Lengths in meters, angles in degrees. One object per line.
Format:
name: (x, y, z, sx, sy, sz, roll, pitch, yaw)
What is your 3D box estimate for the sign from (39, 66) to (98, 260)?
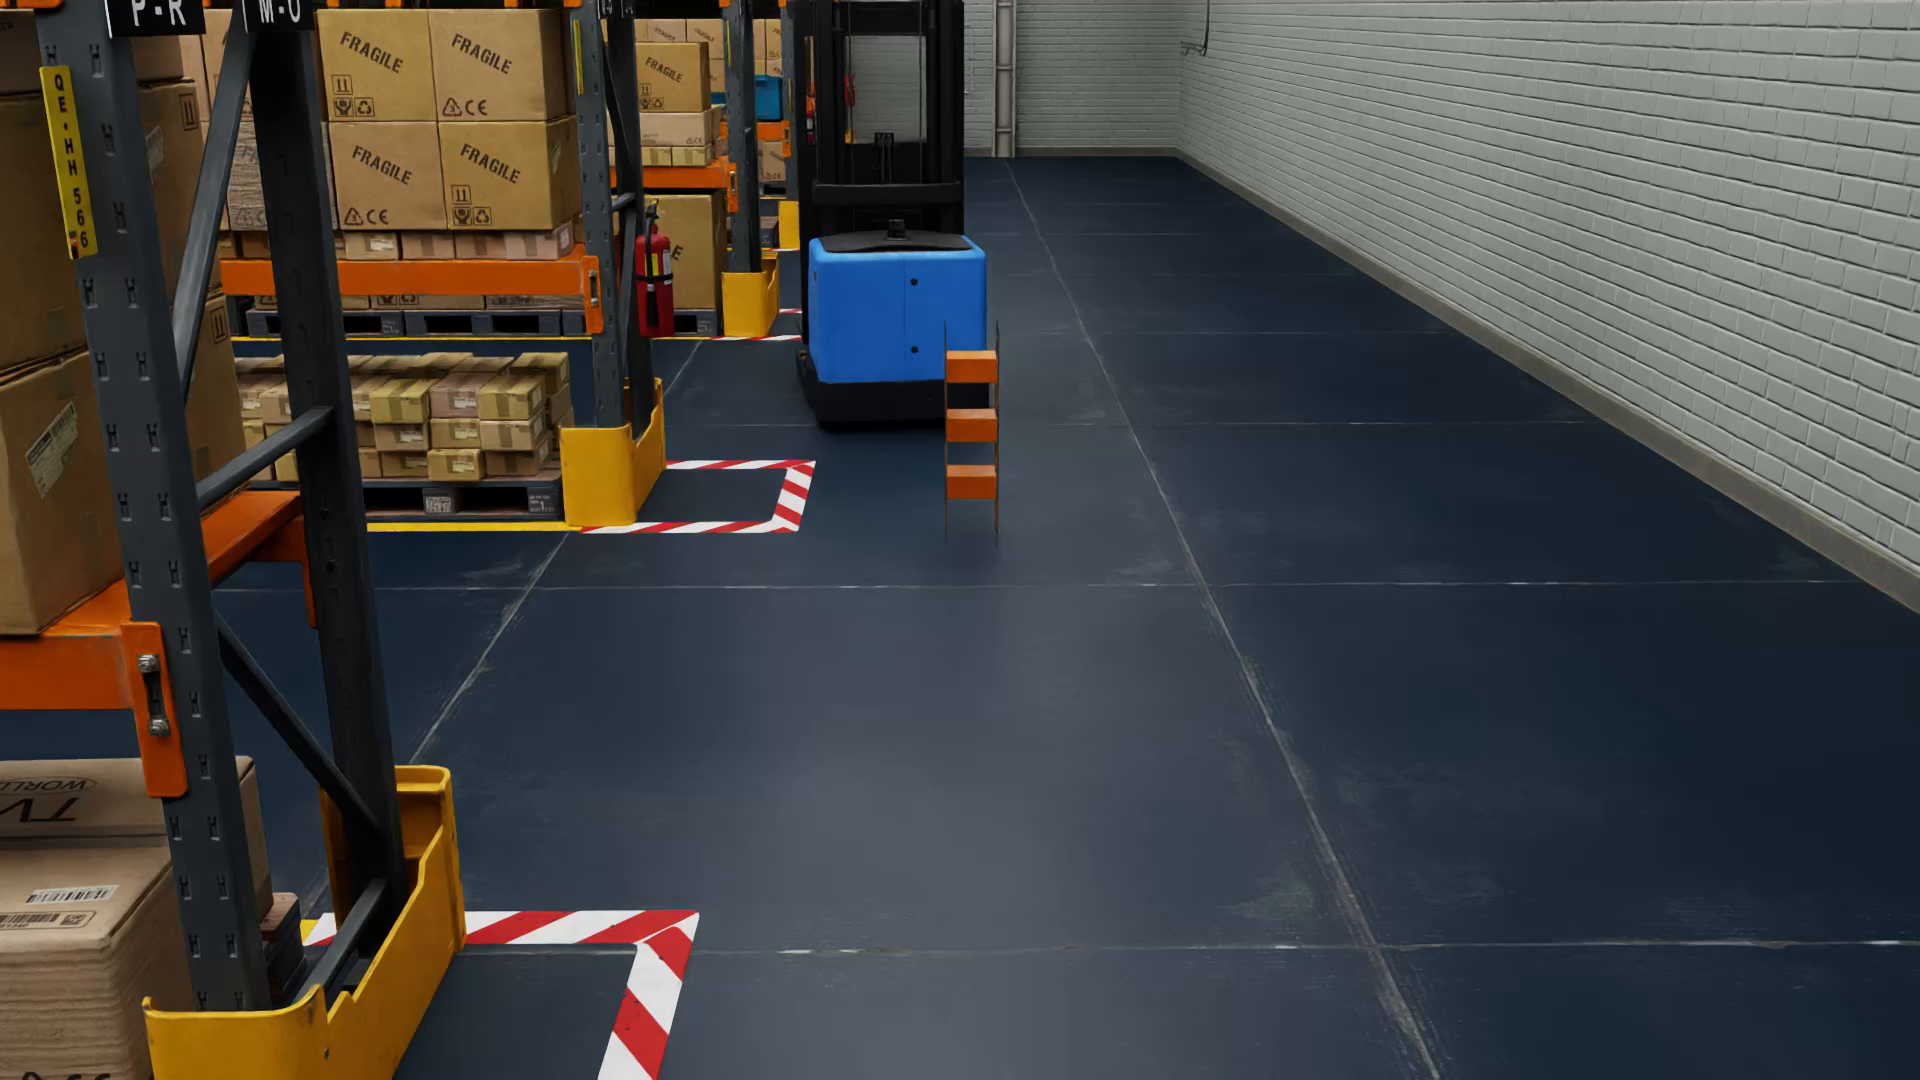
sign: (-1.557, -0.660, 2.911, 0.005, 0.325, 0.100, 0, 18, -1)

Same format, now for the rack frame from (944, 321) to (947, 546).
rack frame: (-0.068, -0.500, 7.886, 0.008, 1.050, 0.200, 0, 18, -1)

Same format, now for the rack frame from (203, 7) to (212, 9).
rack frame: (-9.860, -6.175, 22.387, 0.127, 3.000, 1.000, 0, 18, -1)

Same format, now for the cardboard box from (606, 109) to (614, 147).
cardboard box: (-2.696, -3.173, 12.787, 0.500, 0.250, 0.500, -1, 18, -2)

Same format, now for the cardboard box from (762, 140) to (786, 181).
cardboard box: (-2.400, -5.155, 22.580, 0.500, 0.500, 0.500, 0, 18, -1)

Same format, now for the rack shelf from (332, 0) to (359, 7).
rack shelf: (-7.942, -8.784, 26.786, 4.000, 0.370, 1.077, 0, 18, -1)

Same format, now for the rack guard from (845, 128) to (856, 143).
rack guard: (-1.919, -6.537, 27.606, 0.348, 0.500, 1.175, 0, 18, -1)

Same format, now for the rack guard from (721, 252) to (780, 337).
rack guard: (-1.684, -1.998, 13.458, 0.348, 0.500, 1.175, 0, 18, -1)

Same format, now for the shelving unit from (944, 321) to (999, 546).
shelving unit: (0.053, -0.500, 7.888, 0.252, 1.050, 0.215, 0, 18, -1)

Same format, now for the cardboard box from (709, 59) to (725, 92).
cardboard box: (-3.322, -6.172, 22.213, 0.500, 0.500, 0.500, 0, 18, 0)

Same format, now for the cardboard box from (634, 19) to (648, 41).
cardboard box: (-4.355, -6.640, 22.034, 0.500, 0.500, 0.500, -1, 18, -2)

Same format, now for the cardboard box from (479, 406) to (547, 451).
cardboard box: (-2.254, -0.567, 8.398, 0.250, 0.149, 0.380, -1, 18, -2)

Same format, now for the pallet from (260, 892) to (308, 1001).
pallet: (-2.350, 1.194, 3.980, 1.213, 0.211, 1.003, 0, 18, -1)

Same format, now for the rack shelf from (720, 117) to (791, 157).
rack shelf: (-3.786, -4.349, 17.871, 4.000, 0.370, 1.077, 0, 18, -1)

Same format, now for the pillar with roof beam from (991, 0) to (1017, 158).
pillar with roof beam: (0.811, -9.546, 23.073, 0.400, 9.000, 9.100, 0, 18, -1)

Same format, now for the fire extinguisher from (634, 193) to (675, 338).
fire extinguisher: (-1.472, -1.319, 7.985, 0.183, 0.674, 0.296, 0, 18, -1)

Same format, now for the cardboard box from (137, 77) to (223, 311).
cardboard box: (-2.036, -0.770, 3.737, 0.500, 0.500, 0.500, -1, 18, -2)

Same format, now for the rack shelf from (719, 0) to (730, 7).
rack shelf: (-3.708, -4.264, 12.698, 4.000, 0.370, 1.077, 0, 18, -1)

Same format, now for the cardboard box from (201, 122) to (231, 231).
cardboard box: (-3.697, -1.776, 8.022, 0.500, 0.500, 0.500, 1, 18, 2)

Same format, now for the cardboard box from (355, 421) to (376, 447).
cardboard box: (-3.044, -0.594, 8.483, 0.250, 0.149, 0.380, 0, 18, -2)

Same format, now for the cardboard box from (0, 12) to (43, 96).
cardboard box: (-1.907, -0.931, 3.178, 0.250, 0.149, 0.380, 0, 18, 0)

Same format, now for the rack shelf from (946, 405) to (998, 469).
rack shelf: (0.054, -0.490, 7.891, 0.240, 0.259, 0.215, 0, 18, -1)

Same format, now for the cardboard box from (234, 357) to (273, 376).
cardboard box: (-3.825, -0.857, 8.815, 0.250, 0.149, 0.380, 0, 18, -1)

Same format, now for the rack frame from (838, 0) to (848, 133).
rack frame: (-1.943, -7.727, 27.224, 0.127, 3.000, 1.000, 0, 18, -1)

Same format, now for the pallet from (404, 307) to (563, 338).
pallet: (-3.723, -1.828, 13.400, 1.213, 0.211, 1.003, 0, 18, -1)

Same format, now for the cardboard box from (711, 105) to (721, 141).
cardboard box: (-2.192, -3.339, 13.303, 0.500, 0.250, 0.500, -1, 18, -2)

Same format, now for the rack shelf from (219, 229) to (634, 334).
rack shelf: (-3.731, -1.321, 8.432, 4.000, 0.370, 1.077, 0, 18, -1)

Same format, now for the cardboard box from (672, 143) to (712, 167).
cardboard box: (-2.059, -2.966, 12.796, 0.250, 0.149, 0.380, 0, 18, 0)

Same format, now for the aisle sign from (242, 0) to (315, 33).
aisle sign: (-1.484, -1.488, 3.521, 0.004, 0.787, 0.394, 0, 18, -1)

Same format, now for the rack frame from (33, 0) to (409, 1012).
rack frame: (-1.552, -0.162, 3.641, 0.127, 3.000, 1.000, 0, 18, -1)

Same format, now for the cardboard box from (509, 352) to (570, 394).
cardboard box: (-2.260, -0.900, 8.948, 0.250, 0.149, 0.380, -1, 18, -3)

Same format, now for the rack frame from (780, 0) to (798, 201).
rack frame: (-1.786, -4.701, 17.792, 0.127, 3.000, 1.000, 0, 18, -1)

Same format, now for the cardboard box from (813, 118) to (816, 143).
cardboard box: (-2.641, -6.703, 27.436, 0.500, 0.500, 0.700, 0, 18, -1)

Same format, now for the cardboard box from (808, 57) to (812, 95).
cardboard box: (-2.309, -6.340, 22.737, 0.500, 0.500, 0.500, 0, 18, 0)

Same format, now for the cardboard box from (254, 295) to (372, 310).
cardboard box: (-5.046, -2.336, 13.210, 0.875, 0.875, 0.875, 0, 18, -1)

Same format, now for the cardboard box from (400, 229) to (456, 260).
cardboard box: (-2.552, -1.470, 8.130, 0.250, 0.149, 0.380, 0, 18, -1)

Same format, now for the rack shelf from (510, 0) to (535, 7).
rack shelf: (-3.860, -7.290, 22.129, 4.000, 0.370, 1.077, 0, 18, -1)

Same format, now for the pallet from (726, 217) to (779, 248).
pallet: (-2.611, -3.381, 18.242, 1.213, 0.211, 1.003, 0, 18, -1)

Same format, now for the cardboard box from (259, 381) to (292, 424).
cardboard box: (-3.293, -0.695, 8.309, 0.250, 0.149, 0.380, 0, 18, 1)

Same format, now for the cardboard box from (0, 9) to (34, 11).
cardboard box: (-4.253, -2.247, 7.854, 0.500, 0.500, 0.500, 0, 18, 0)

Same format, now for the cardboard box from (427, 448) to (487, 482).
cardboard box: (-2.509, -0.417, 8.417, 0.250, 0.149, 0.380, 0, 18, 1)

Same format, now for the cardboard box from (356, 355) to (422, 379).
cardboard box: (-3.034, -0.873, 8.865, 0.250, 0.149, 0.380, -1, 18, -4)

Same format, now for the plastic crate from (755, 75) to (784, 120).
plastic crate: (-2.118, -4.688, 17.594, 0.499, 0.435, 0.616, 0, 18, -1)

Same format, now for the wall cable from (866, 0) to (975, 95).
wall cable: (-0.677, -8.506, 27.989, 1.851, 1.984, 0.084, 0, 18, -1)

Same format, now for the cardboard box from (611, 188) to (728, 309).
cardboard box: (-2.347, -2.349, 13.251, 0.875, 0.875, 0.875, 0, 18, -1)

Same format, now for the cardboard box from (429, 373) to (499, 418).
cardboard box: (-2.508, -0.735, 8.434, 0.250, 0.149, 0.380, 0, 18, 0)

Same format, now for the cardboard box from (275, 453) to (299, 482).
cardboard box: (-3.276, -0.417, 8.415, 0.250, 0.149, 0.380, -1, 18, -3)

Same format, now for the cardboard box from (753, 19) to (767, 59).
cardboard box: (-2.807, -6.649, 22.063, 0.500, 0.500, 0.500, 0, 18, 1)

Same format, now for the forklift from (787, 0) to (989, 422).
forklift: (-0.554, -2.514, 11.087, 1.130, 2.935, 3.031, -3, 18, -8)

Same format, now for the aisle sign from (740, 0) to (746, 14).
aisle sign: (-1.631, -4.335, 12.394, 0.004, 0.787, 0.394, 0, 18, -1)

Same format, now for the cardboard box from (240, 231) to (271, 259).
cardboard box: (-3.342, -1.486, 8.181, 0.250, 0.149, 0.380, -1, 18, -3)

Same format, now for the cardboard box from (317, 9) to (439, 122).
cardboard box: (-2.691, -2.258, 7.887, 0.500, 0.500, 0.500, -1, 18, -3)

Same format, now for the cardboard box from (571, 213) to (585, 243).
cardboard box: (-2.060, -1.652, 8.698, 0.250, 0.149, 0.380, 0, 18, -1)

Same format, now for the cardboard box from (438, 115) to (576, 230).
cardboard box: (-2.176, -1.781, 8.040, 0.500, 0.500, 0.500, 0, 18, 0)

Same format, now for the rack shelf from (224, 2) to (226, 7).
rack shelf: (-11.859, -7.251, 22.009, 4.000, 0.370, 1.077, 0, 18, -1)
